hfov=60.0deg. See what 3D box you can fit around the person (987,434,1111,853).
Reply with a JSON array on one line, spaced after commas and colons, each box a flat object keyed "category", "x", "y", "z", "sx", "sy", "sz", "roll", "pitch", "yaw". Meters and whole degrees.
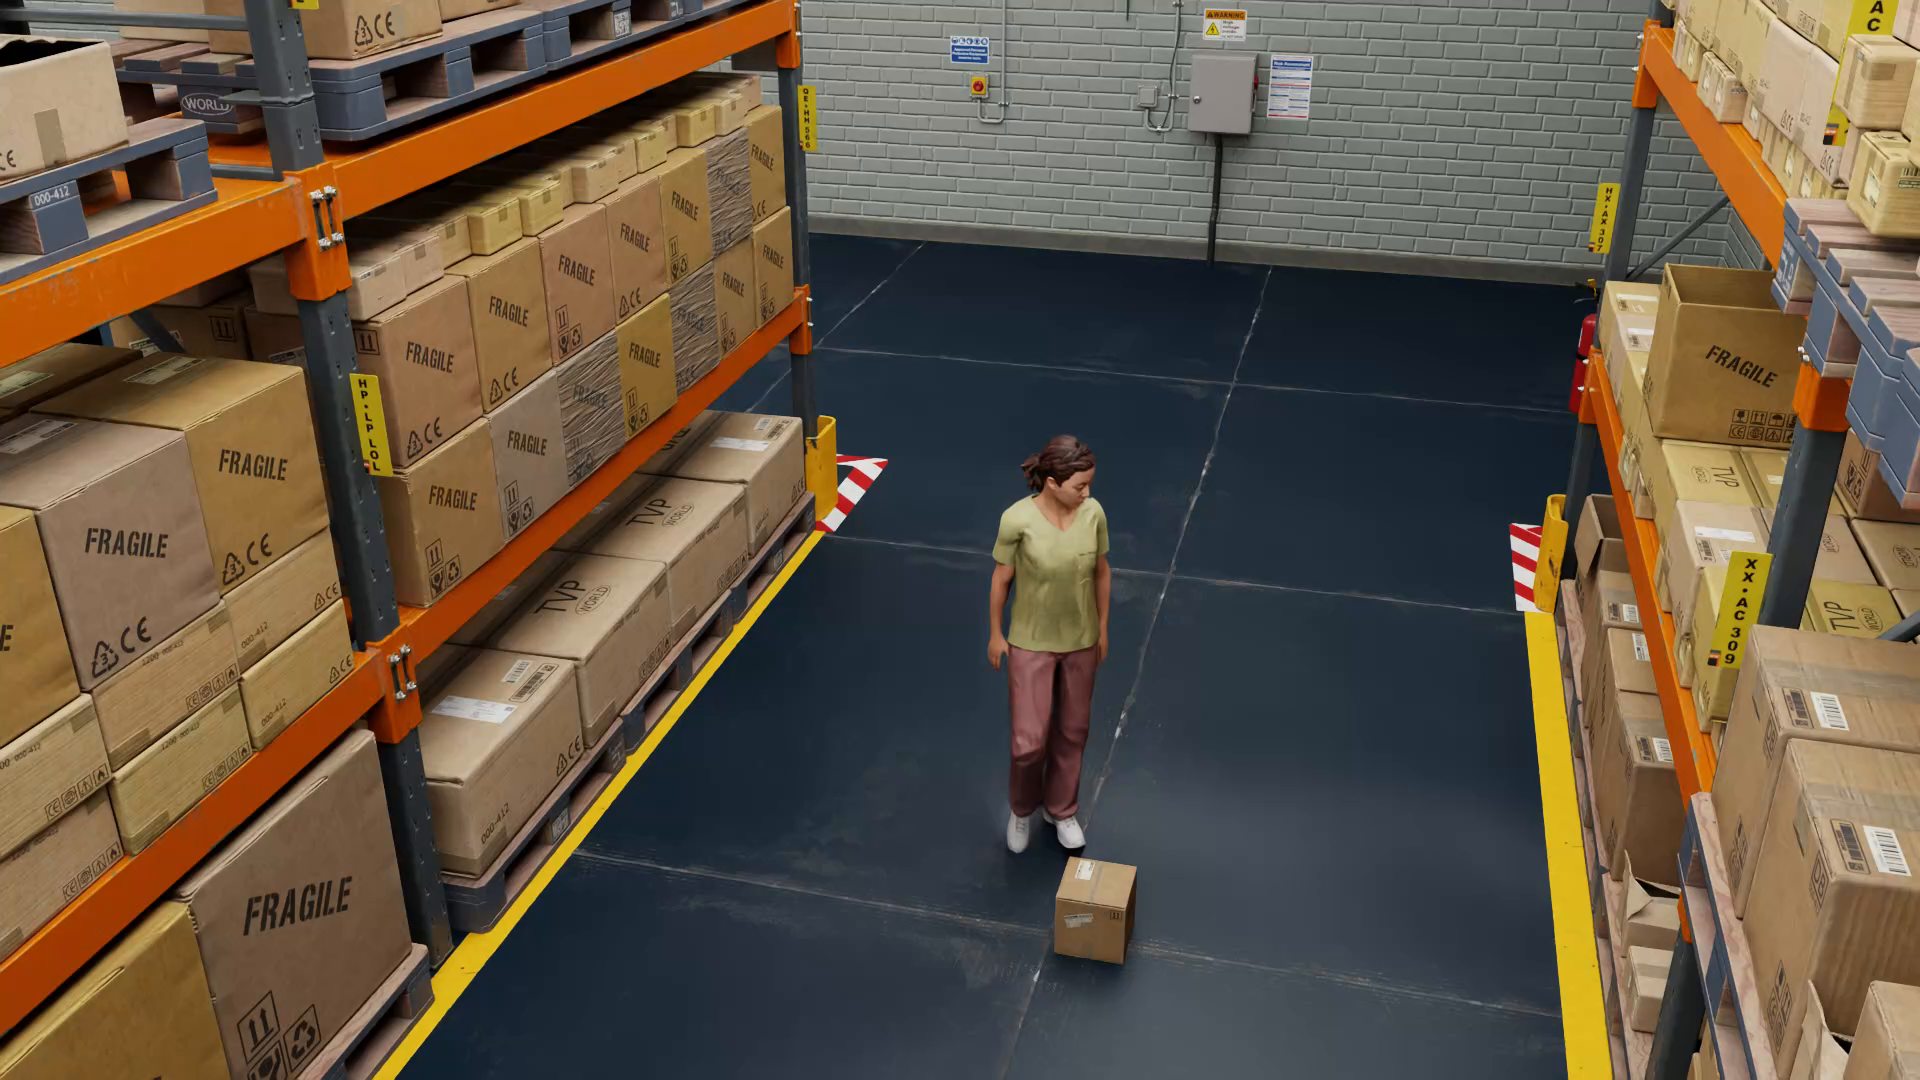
[{"category": "person", "x": 0.366, "y": 0.400, "z": 6.228, "sx": 0.475, "sy": 1.685, "sz": 0.438, "roll": -9, "pitch": 27, "yaw": -17}]
